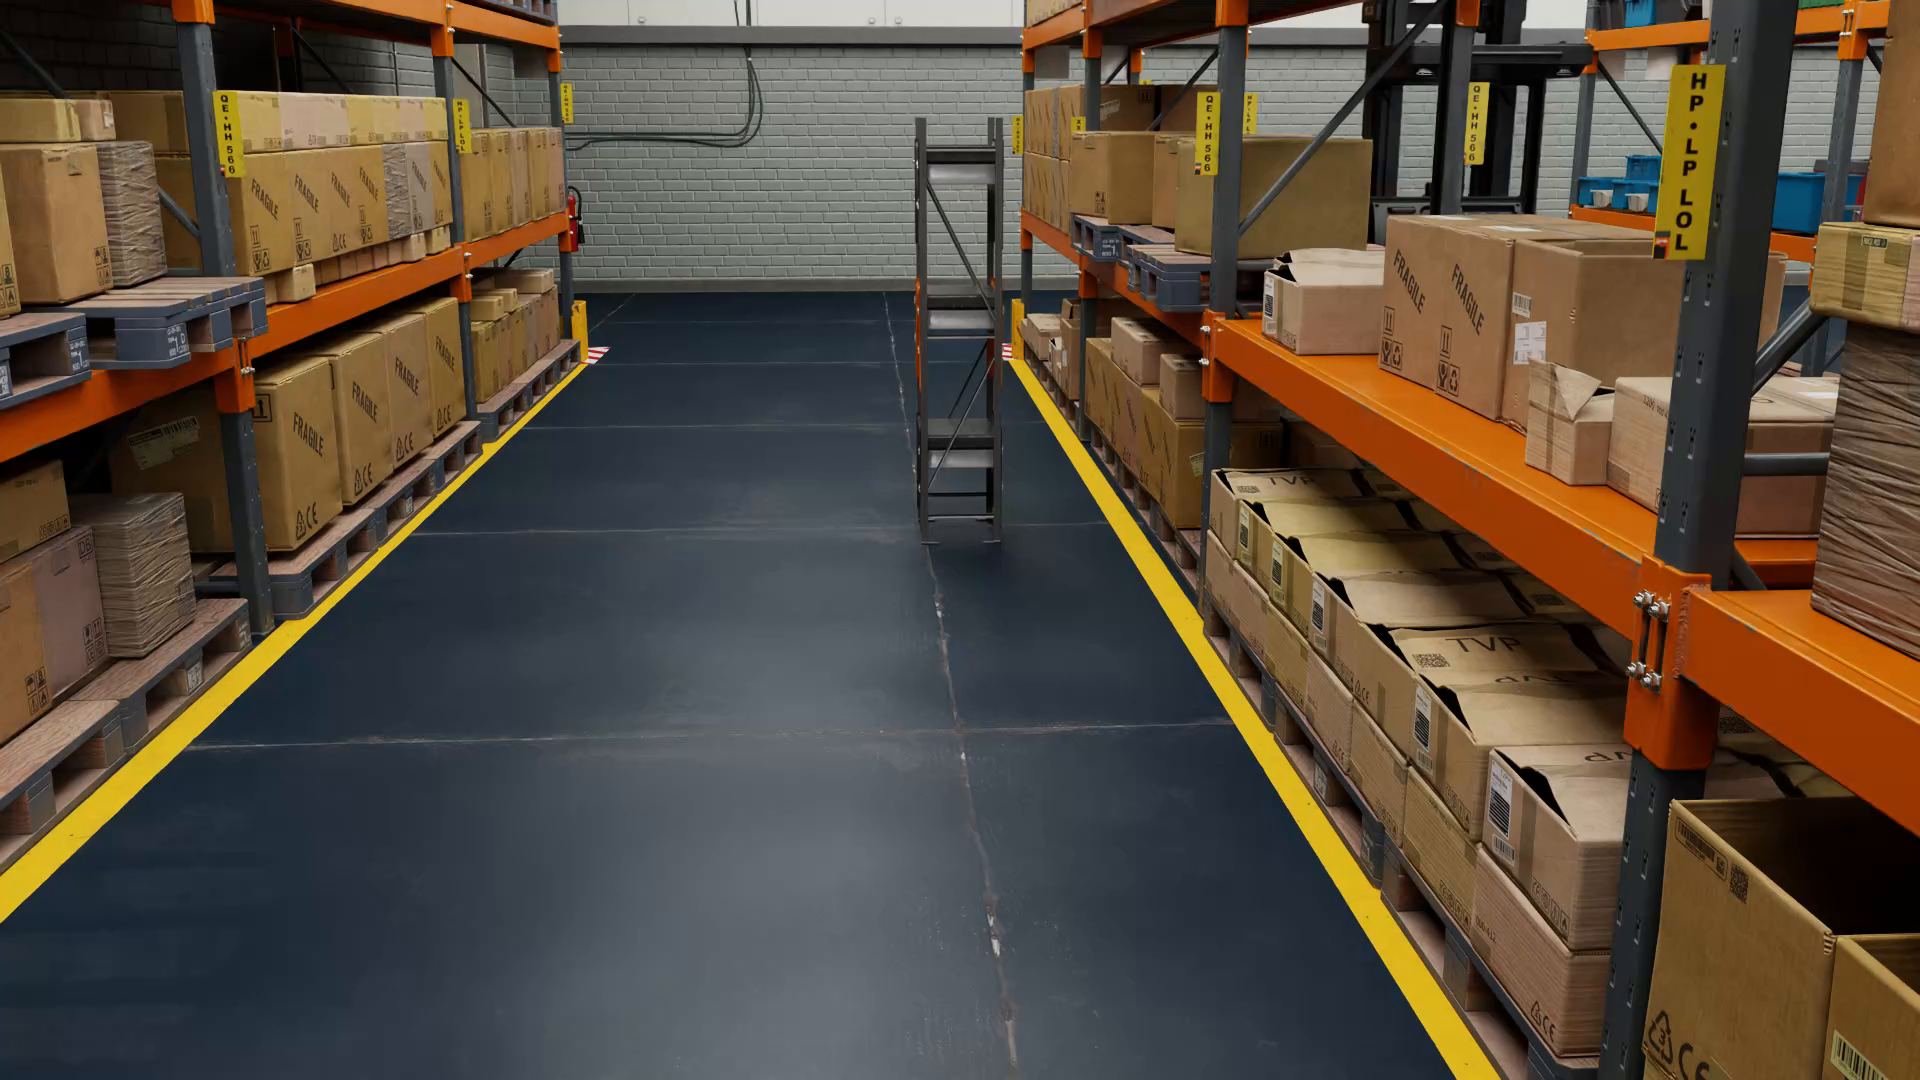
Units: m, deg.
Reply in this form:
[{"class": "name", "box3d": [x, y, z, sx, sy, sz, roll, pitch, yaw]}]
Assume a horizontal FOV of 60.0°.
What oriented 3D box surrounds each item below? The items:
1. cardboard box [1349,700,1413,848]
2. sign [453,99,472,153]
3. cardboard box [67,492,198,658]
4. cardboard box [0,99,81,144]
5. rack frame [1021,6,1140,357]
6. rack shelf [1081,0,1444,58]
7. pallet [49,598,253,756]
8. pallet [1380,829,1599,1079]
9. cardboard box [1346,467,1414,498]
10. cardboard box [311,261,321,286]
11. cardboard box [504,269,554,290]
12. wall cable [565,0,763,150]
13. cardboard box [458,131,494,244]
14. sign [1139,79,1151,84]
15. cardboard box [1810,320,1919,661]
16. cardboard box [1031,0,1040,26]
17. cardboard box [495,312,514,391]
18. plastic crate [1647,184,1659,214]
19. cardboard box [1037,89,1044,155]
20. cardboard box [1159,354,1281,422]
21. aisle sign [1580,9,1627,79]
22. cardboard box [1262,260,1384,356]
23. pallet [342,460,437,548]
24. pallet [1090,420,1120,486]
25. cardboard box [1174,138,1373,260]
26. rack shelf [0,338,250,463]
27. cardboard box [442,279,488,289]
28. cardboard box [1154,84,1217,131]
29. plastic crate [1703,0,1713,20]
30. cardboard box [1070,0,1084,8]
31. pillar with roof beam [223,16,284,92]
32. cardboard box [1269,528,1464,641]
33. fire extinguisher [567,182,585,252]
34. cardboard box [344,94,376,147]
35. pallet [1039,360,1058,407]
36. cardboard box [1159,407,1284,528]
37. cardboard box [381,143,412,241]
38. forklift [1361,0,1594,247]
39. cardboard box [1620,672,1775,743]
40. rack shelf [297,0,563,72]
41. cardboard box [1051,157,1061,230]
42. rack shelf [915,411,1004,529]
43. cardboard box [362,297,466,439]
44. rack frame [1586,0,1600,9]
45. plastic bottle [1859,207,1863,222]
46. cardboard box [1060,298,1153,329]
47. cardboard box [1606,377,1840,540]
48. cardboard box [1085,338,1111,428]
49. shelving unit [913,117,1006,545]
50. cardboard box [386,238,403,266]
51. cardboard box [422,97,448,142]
[{"class": "cardboard box", "box3d": [1.416, 0.643, 4.682, 0.500, 0.250, 0.500, -1, 14, -2]}, {"class": "sign", "box3d": [-3.106, -2.579, 10.364, 0.100, 0.325, 0.005, -1, 14, -3]}, {"class": "cardboard box", "box3d": [-3.303, 0.125, 6.154, 0.700, 0.500, 0.500, -1, 14, -3]}, {"class": "cardboard box", "box3d": [-3.314, -1.461, 5.801, 0.380, 0.149, 0.250, -3, 15, -13]}, {"class": "rack frame", "box3d": [1.049, -3.118, 14.624, 1.000, 3.000, 0.127, -1, 14, -3]}, {"class": "rack shelf", "box3d": [1.420, -2.730, 8.540, 1.077, 0.370, 4.000, -1, 14, -3]}, {"class": "pallet", "box3d": [-3.353, 0.494, 6.183, 1.003, 0.211, 1.213, -1, 14, -3]}, {"class": "pallet", "box3d": [1.708, 1.034, 4.082, 1.003, 0.211, 1.213, -1, 14, -3]}, {"class": "cardboard box", "box3d": [1.823, -0.145, 6.620, 0.500, 0.311, 0.500, -1, 14, -2]}, {"class": "cardboard box", "box3d": [-3.291, -1.280, 7.944, 0.380, 0.149, 0.250, -1, 14, -2]}, {"class": "cardboard box", "box3d": [-3.562, -2.146, 13.718, 0.380, 0.149, 0.250, -1, 14, -4]}, {"class": "wall cable", "box3d": [-3.889, -5.854, 19.451, 3.097, 2.526, 0.112, -1, 14, -3]}, {"class": "cardboard box", "box3d": [-3.665, -2.326, 10.945, 0.980, 0.700, 0.700, -1, 14, -3]}, {"class": "sign", "box3d": [1.604, -3.835, 14.454, 0.100, 0.325, 0.005, -1, 14, -3]}, {"class": "cardboard box", "box3d": [1.826, -0.072, 2.584, 0.700, 0.500, 0.500, -1, 14, -5]}, {"class": "cardboard box", "box3d": [0.845, -4.242, 13.273, 0.500, 0.250, 0.500, -1, 14, -3]}, {"class": "cardboard box", "box3d": [-3.619, -1.351, 11.931, 0.700, 0.500, 0.500, -1, 14, -4]}, {"class": "plastic crate", "box3d": [5.761, -2.747, 13.400, 0.416, 0.233, 0.300, -1, 14, -3]}, {"class": "cardboard box", "box3d": [0.879, -3.282, 13.054, 0.500, 0.500, 0.500, -1, 14, -3]}, {"class": "cardboard box", "box3d": [1.244, -0.737, 7.999, 0.500, 0.250, 0.500, 0, 14, -1]}, {"class": "aisle sign", "box3d": [5.692, -4.466, 14.646, 0.394, 0.787, 0.004, -1, 14, -3]}, {"class": "cardboard box", "box3d": [1.407, -0.860, 6.026, 0.500, 0.311, 0.500, -1, 14, -4]}, {"class": "pallet", "box3d": [-3.446, -0.200, 8.881, 1.003, 0.211, 1.213, -1, 14, -3]}, {"class": "pallet", "box3d": [1.385, -0.571, 10.321, 1.003, 0.211, 1.213, -1, 14, -3]}, {"class": "cardboard box", "box3d": [1.393, -1.535, 7.429, 0.700, 0.500, 0.500, -6, 16, -22]}, {"class": "rack shelf", "box3d": [-3.276, -0.205, 4.747, 1.077, 0.370, 4.000, -1, 14, -3]}, {"class": "cardboard box", "box3d": [-3.896, -1.951, 12.962, 0.380, 0.149, 0.250, -1, 14, -3]}, {"class": "cardboard box", "box3d": [1.548, -2.777, 11.093, 0.500, 0.500, 0.500, -1, 14, -2]}, {"class": "plastic crate", "box3d": [5.822, -4.033, 12.398, 0.437, 0.282, 0.530, -1, 14, -3]}, {"class": "cardboard box", "box3d": [1.001, -3.620, 10.857, 0.500, 0.250, 0.500, -1, 14, -3]}, {"class": "pillar with roof beam", "box3d": [-0.257, -5.178, 10.592, 9.100, 9.000, 0.400, -1, 14, -3]}, {"class": "cardboard box", "box3d": [1.354, 0.121, 5.588, 0.500, 0.311, 0.500, -1, 14, -5]}, {"class": "fire extinguisher", "box3d": [-3.444, -2.867, 14.553, 0.296, 0.674, 0.183, -1, 14, -3]}, {"class": "cardboard box", "box3d": [-3.277, -2.118, 8.395, 0.500, 0.250, 0.500, -1, 14, -5]}, {"class": "pallet", "box3d": [1.176, -1.247, 12.951, 1.003, 0.211, 1.213, -1, 14, -3]}, {"class": "cardboard box", "box3d": [1.252, -0.360, 8.038, 0.500, 0.500, 0.500, 0, 14, -1]}, {"class": "cardboard box", "box3d": [-3.303, -1.885, 8.995, 0.500, 0.500, 0.500, -1, 14, -3]}, {"class": "forklift", "box3d": [3.008, -1.894, 10.005, 1.130, 2.935, 3.031, -1, 14, -3]}, {"class": "cardboard box", "box3d": [1.989, 0.492, 4.144, 0.500, 0.311, 0.500, -1, 14, -4]}, {"class": "rack shelf", "box3d": [-3.771, -3.647, 12.106, 1.077, 0.370, 4.000, -1, 14, -3]}, {"class": "cardboard box", "box3d": [0.942, -2.548, 12.208, 0.500, 0.500, 0.500, -1, 14, -2]}, {"class": "rack shelf", "box3d": [-0.010, -0.367, 8.603, 0.431, 0.518, 0.480, -1, 14, -3]}, {"class": "cardboard box", "box3d": [-3.477, -1.048, 10.052, 0.750, 0.750, 0.750, -1, 14, -3]}, {"class": "rack frame", "box3d": [5.993, -6.099, 14.170, 1.000, 3.000, 0.127, -1, 14, -3]}, {"class": "plastic bottle", "box3d": [5.838, -2.044, 10.686, 0.061, 0.283, 0.133, -1, 14, -3]}, {"class": "cardboard box", "box3d": [1.175, -1.594, 12.830, 0.797, 0.503, 0.637, -1, 14, -3]}, {"class": "cardboard box", "box3d": [1.718, -0.183, 3.517, 0.500, 0.250, 0.500, 0, 14, 0]}, {"class": "cardboard box", "box3d": [1.083, -1.001, 10.532, 0.500, 0.500, 0.500, -2, 15, -6]}, {"class": "shelving unit", "box3d": [-0.010, -1.058, 8.425, 0.431, 2.100, 0.503, -1, 14, -3]}, {"class": "cardboard box", "box3d": [-3.310, -1.600, 9.188, 0.380, 0.149, 0.250, -1, 14, -3]}, {"class": "cardboard box", "box3d": [-3.363, -2.499, 9.875, 0.500, 0.250, 0.500, -1, 14, -2]}]
